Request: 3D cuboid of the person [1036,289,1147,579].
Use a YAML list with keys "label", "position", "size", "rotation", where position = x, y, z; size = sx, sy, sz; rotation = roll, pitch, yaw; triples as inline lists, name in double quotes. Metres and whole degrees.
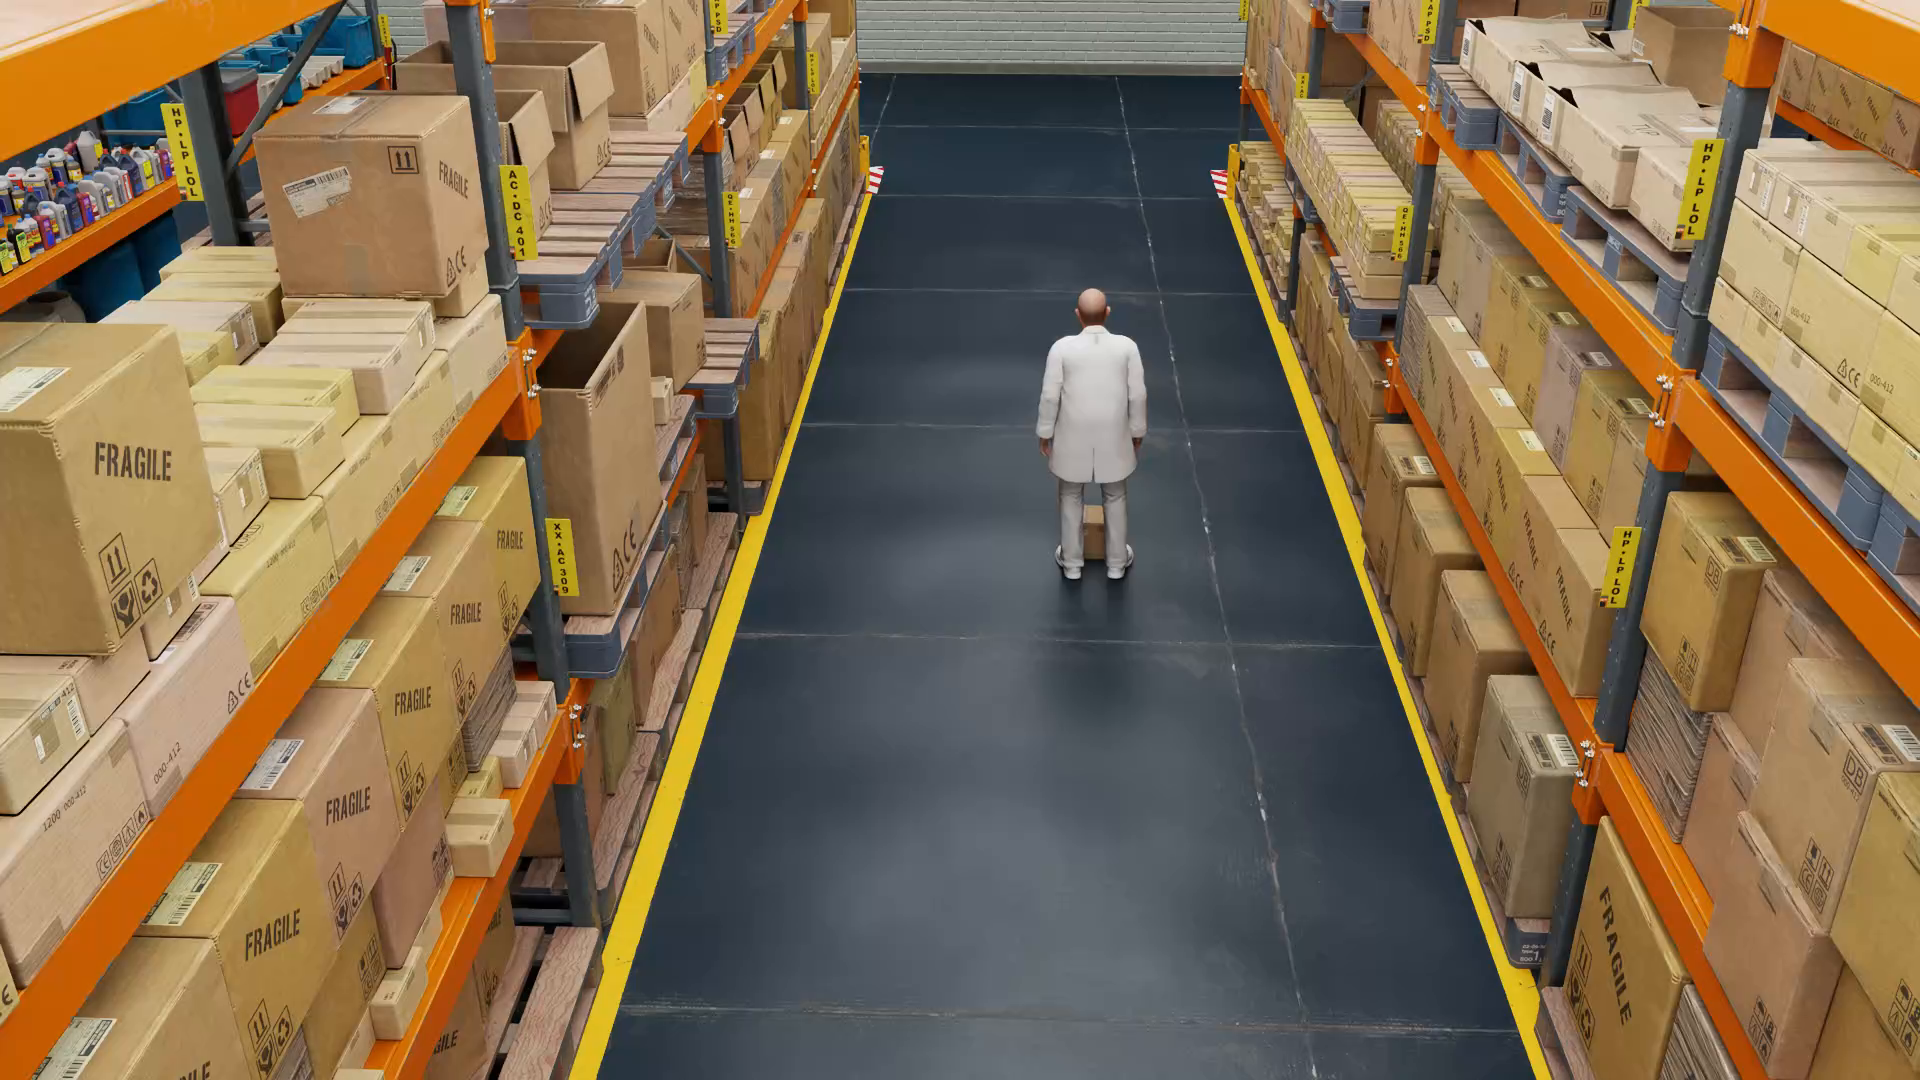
- label: "person"
  position: [0.776, -0.613, 9.810]
  size: [0.656, 1.774, 0.417]
  rotation: [0, 28, 0]
